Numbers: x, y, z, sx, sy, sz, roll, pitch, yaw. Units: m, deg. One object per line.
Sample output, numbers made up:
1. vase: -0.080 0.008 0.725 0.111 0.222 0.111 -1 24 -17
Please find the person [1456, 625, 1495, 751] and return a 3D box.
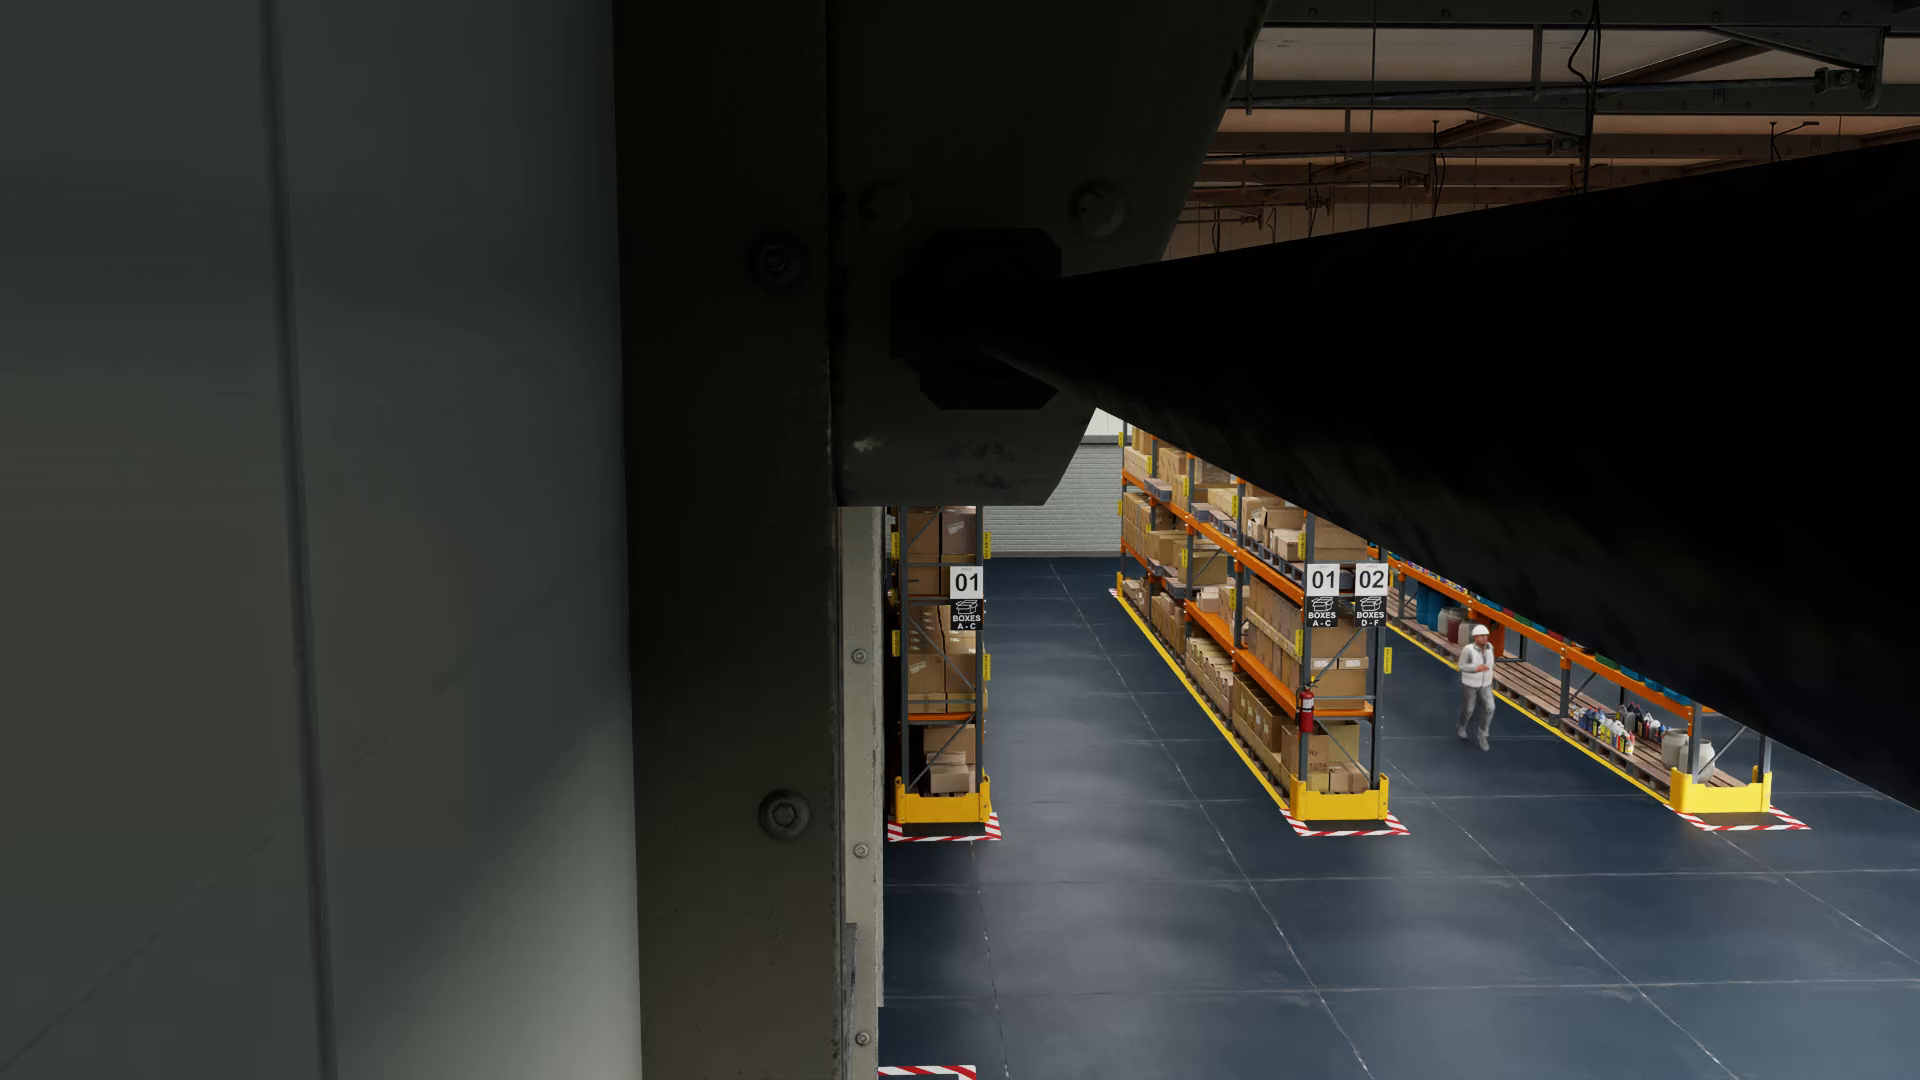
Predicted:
1. person: 7.447 2.099 24.026 0.678 1.815 0.851 -2 8 -12
